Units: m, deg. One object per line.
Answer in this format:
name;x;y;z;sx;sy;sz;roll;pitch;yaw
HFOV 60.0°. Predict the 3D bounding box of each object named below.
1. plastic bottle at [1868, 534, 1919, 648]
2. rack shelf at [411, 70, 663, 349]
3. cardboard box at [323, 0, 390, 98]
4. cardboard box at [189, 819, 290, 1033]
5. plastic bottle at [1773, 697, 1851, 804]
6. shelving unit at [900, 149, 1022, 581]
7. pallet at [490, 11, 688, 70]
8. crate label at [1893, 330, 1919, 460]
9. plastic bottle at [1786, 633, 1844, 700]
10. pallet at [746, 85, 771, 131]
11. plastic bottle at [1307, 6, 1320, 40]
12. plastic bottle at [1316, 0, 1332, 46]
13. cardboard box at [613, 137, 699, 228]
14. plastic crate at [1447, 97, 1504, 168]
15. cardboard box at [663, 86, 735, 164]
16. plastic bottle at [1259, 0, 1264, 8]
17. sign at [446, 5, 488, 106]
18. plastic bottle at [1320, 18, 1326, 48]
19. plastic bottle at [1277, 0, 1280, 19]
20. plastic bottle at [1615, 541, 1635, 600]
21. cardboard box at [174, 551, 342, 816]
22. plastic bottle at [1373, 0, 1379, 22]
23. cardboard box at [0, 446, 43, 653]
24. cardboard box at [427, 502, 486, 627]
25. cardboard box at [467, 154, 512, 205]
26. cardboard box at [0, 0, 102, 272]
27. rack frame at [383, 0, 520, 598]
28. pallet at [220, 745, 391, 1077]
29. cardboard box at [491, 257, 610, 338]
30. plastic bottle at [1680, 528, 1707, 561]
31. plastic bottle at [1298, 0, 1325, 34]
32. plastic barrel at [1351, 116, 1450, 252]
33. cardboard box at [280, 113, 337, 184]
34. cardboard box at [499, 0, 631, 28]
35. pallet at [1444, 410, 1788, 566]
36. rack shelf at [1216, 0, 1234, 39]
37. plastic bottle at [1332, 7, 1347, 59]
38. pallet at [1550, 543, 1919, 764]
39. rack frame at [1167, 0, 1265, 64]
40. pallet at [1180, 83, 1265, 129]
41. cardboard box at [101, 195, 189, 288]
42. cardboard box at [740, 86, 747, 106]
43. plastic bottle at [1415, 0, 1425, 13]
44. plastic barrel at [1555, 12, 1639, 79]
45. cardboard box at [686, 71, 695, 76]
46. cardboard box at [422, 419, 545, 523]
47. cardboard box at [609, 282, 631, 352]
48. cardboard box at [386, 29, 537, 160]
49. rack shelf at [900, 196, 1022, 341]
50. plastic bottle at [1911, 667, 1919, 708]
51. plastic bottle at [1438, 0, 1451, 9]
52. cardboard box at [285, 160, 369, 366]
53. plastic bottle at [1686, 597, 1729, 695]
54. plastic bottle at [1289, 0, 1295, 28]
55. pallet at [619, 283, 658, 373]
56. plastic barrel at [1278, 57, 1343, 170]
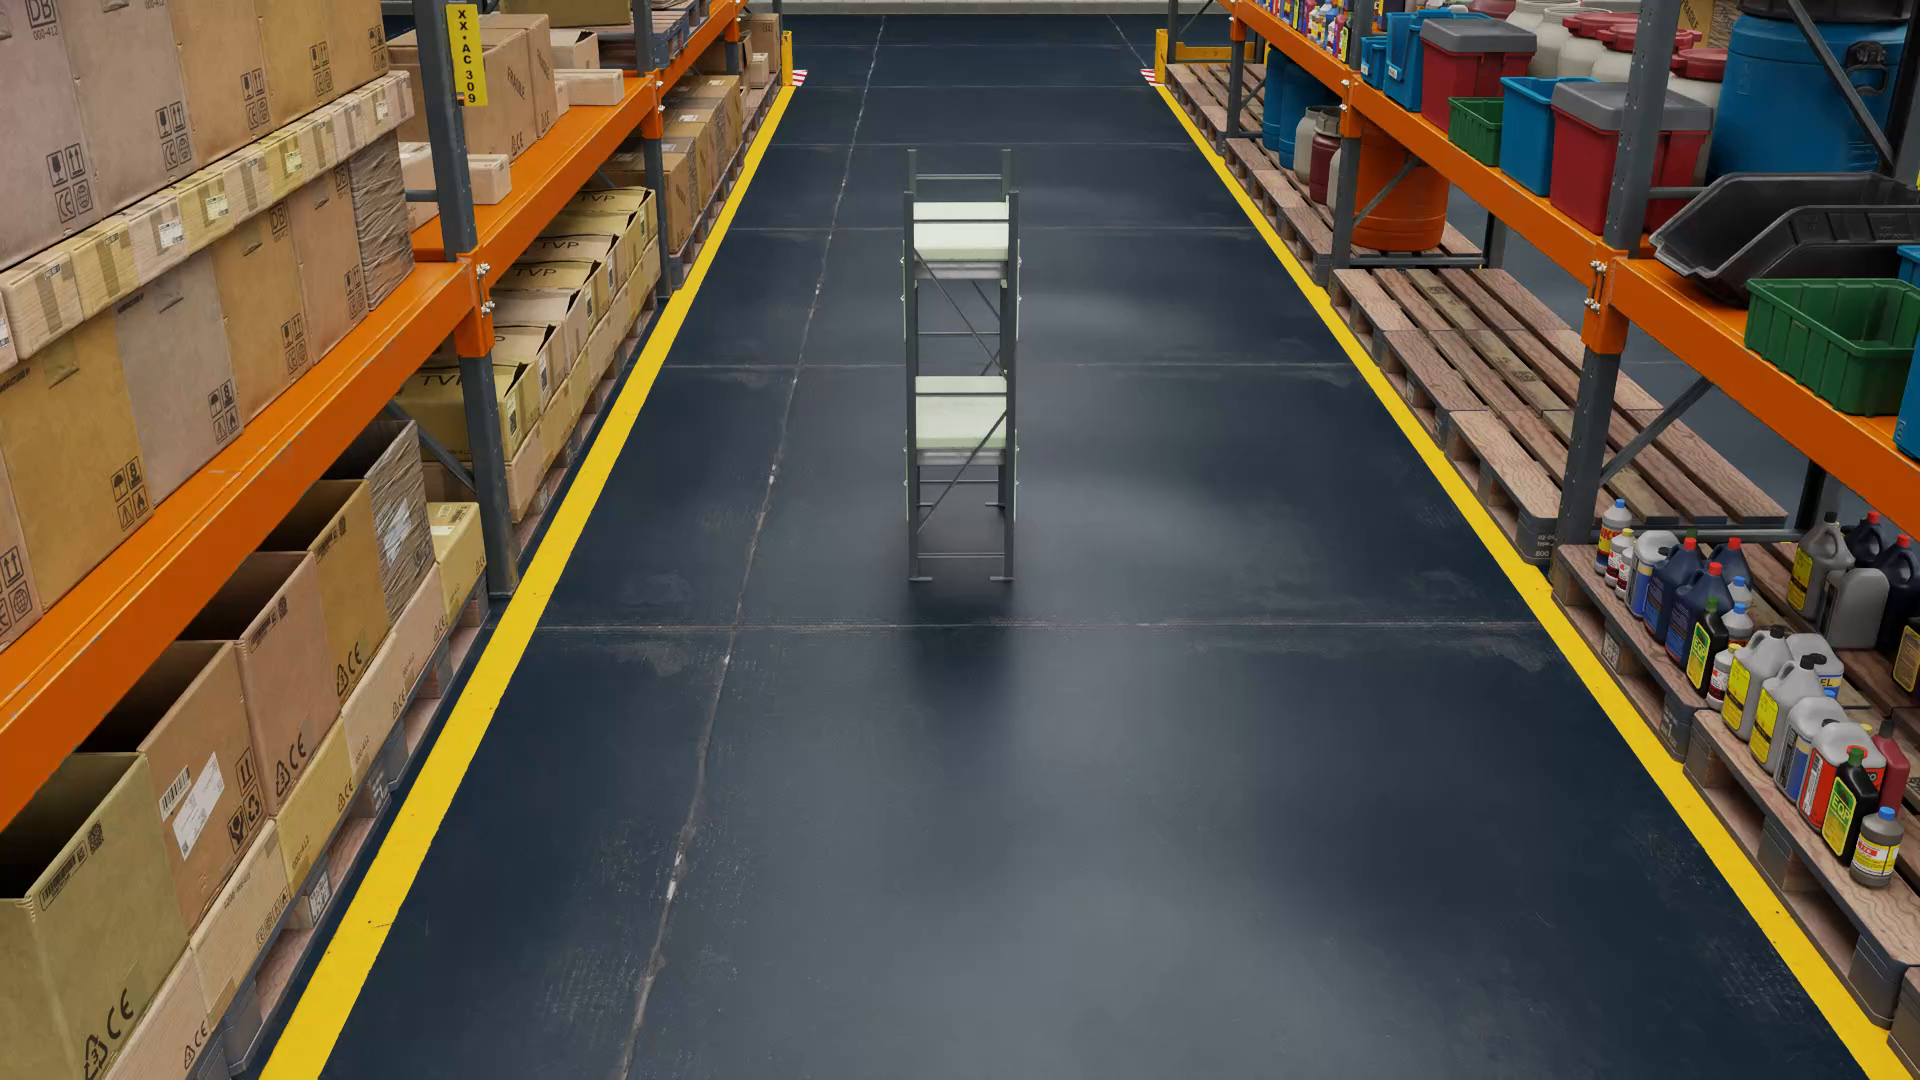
plastic bottle;3.062;0.158;5.441;0.144;0.351;0.185;-1;24;-3
rack shelf;-2.210;-1.667;7.669;1.077;0.370;4.000;0;24;-1
cardboard box;-2.177;-1.625;5.006;0.700;0.500;0.500;0;24;0
cardboard box;-1.942;0.905;3.936;0.500;0.250;0.500;0;24;-1
plastic bottle;2.373;0.581;4.596;0.152;0.276;0.135;-1;24;-2
shelving unit;0.000;-0.681;6.435;0.431;1.500;0.755;0;24;-1
pallet;-2.309;-3.011;9.999;1.213;0.211;1.003;0;24;-1
crate label;2.518;-0.317;3.767;0.502;0.435;0.616;0;24;-1
plastic bottle;2.513;0.425;4.941;0.152;0.276;0.135;0;24;-1
pallet;-2.298;-3.984;15.302;1.003;0.211;1.213;0;24;-1
plastic bottle;2.297;-3.338;10.730;0.097;0.201;0.097;0;24;0
plastic bottle;2.301;-3.249;10.450;0.097;0.271;0.097;0;24;0
cardboard box;-1.962;-2.285;10.662;0.500;0.500;0.500;-1;24;-2
plastic crate;2.464;-1.811;7.372;0.450;0.188;0.662;0;24;-1
cardboard box;-1.986;-3.123;12.515;0.500;0.500;0.500;0;24;0
plastic bottle;2.306;-4.088;12.300;0.152;0.276;0.135;0;24;-1
sign;-1.633;-1.604;5.511;0.100;0.325;0.005;0;24;-1
plastic bottle;2.302;-3.177;10.376;0.097;0.201;0.097;0;24;0
plastic bottle;2.286;-3.776;11.699;0.097;0.201;0.097;0;24;0
plastic bottle;2.332;0.100;5.750;0.097;0.201;0.097;0;24;0
cardboard box;-1.942;0.357;4.237;0.500;0.500;0.500;0;24;-1
plastic bottle;2.894;-3.751;11.559;0.097;0.271;0.097;0;24;0
cardboard box;-2.147;0.023;2.938;0.700;0.500;0.500;0;24;1
cardboard box;-1.965;0.081;5.758;0.500;0.250;0.500;0;24;-1
cardboard box;-1.993;-1.422;6.560;0.380;0.149;0.250;0;24;-1
cardboard box;-2.155;-0.798;3.178;0.700;0.500;0.500;0;24;0
rack frame;-2.188;-1.171;5.699;1.000;3.000;0.127;0;24;-1
pallet;-2.205;0.932;4.434;1.003;0.211;1.213;0;24;-1
cardboard box;-1.962;-1.170;7.843;0.500;0.311;0.500;0;24;1
plastic bottle;2.467;0.111;5.626;0.061;0.283;0.133;0;24;-1
plastic bottle;2.318;-3.519;10.950;0.144;0.351;0.185;0;24;-1
plastic barrel;2.699;-2.244;10.195;0.600;0.830;0.708;0;24;-1
cardboard box;-1.961;-1.083;4.596;0.380;0.149;0.250;0;24;-1
cardboard box;-2.351;-3.315;9.808;0.700;0.500;0.500;-9;26;-18
pallet;2.718;-0.244;7.034;1.003;0.211;1.213;0;24;-1
rack shelf;2.656;-4.984;15.004;1.077;0.370;4.000;0;24;-1
plastic bottle;2.288;-3.046;9.987;0.061;0.283;0.133;0;24;-1
pallet;2.731;0.356;5.707;1.003;0.211;1.213;0;24;-1
rack frame;2.634;-6.136;16.678;1.000;3.000;0.127;0;24;-1
pallet;2.615;-4.024;15.392;1.003;0.211;1.213;0;24;-1
cardboard box;-1.949;-0.660;3.660;0.380;0.149;0.250;0;24;0
cardboard box;-2.083;-3.907;14.653;0.380;0.166;0.250;0;24;-1
plastic bottle;3.053;-3.485;10.971;0.097;0.271;0.097;0;24;0
plastic barrel;2.961;-2.129;7.653;0.433;0.535;0.433;0;24;0
cardboard box;-2.573;-3.985;14.650;0.500;0.311;0.500;0;24;-1
cardboard box;-1.945;-0.277;6.549;0.500;0.250;0.500;-1;24;-2
cardboard box;-1.971;-1.122;8.418;0.500;0.250;0.500;0;24;1
cardboard box;-2.191;-1.956;7.314;0.500;0.500;0.500;0;24;0
rack shelf;0.000;-1.036;6.274;0.431;0.370;0.720;0;24;-1
plastic bottle;2.957;0.390;5.011;0.061;0.283;0.133;0;24;-1
plastic bottle;3.076;-3.307;10.565;0.061;0.283;0.133;0;24;-1
cardboard box;-2.165;-0.816;4.793;0.700;0.500;0.500;-1;24;-1
plastic bottle;2.321;0.326;5.151;0.061;0.283;0.133;1;24;2
plastic bottle;2.314;-3.650;11.240;0.144;0.351;0.185;0;24;-1
pallet;-2.262;-1.209;9.167;1.003;0.211;1.213;0;24;-1
plastic barrel;2.674;-3.207;12.238;0.600;0.901;0.708;0;24;-1
